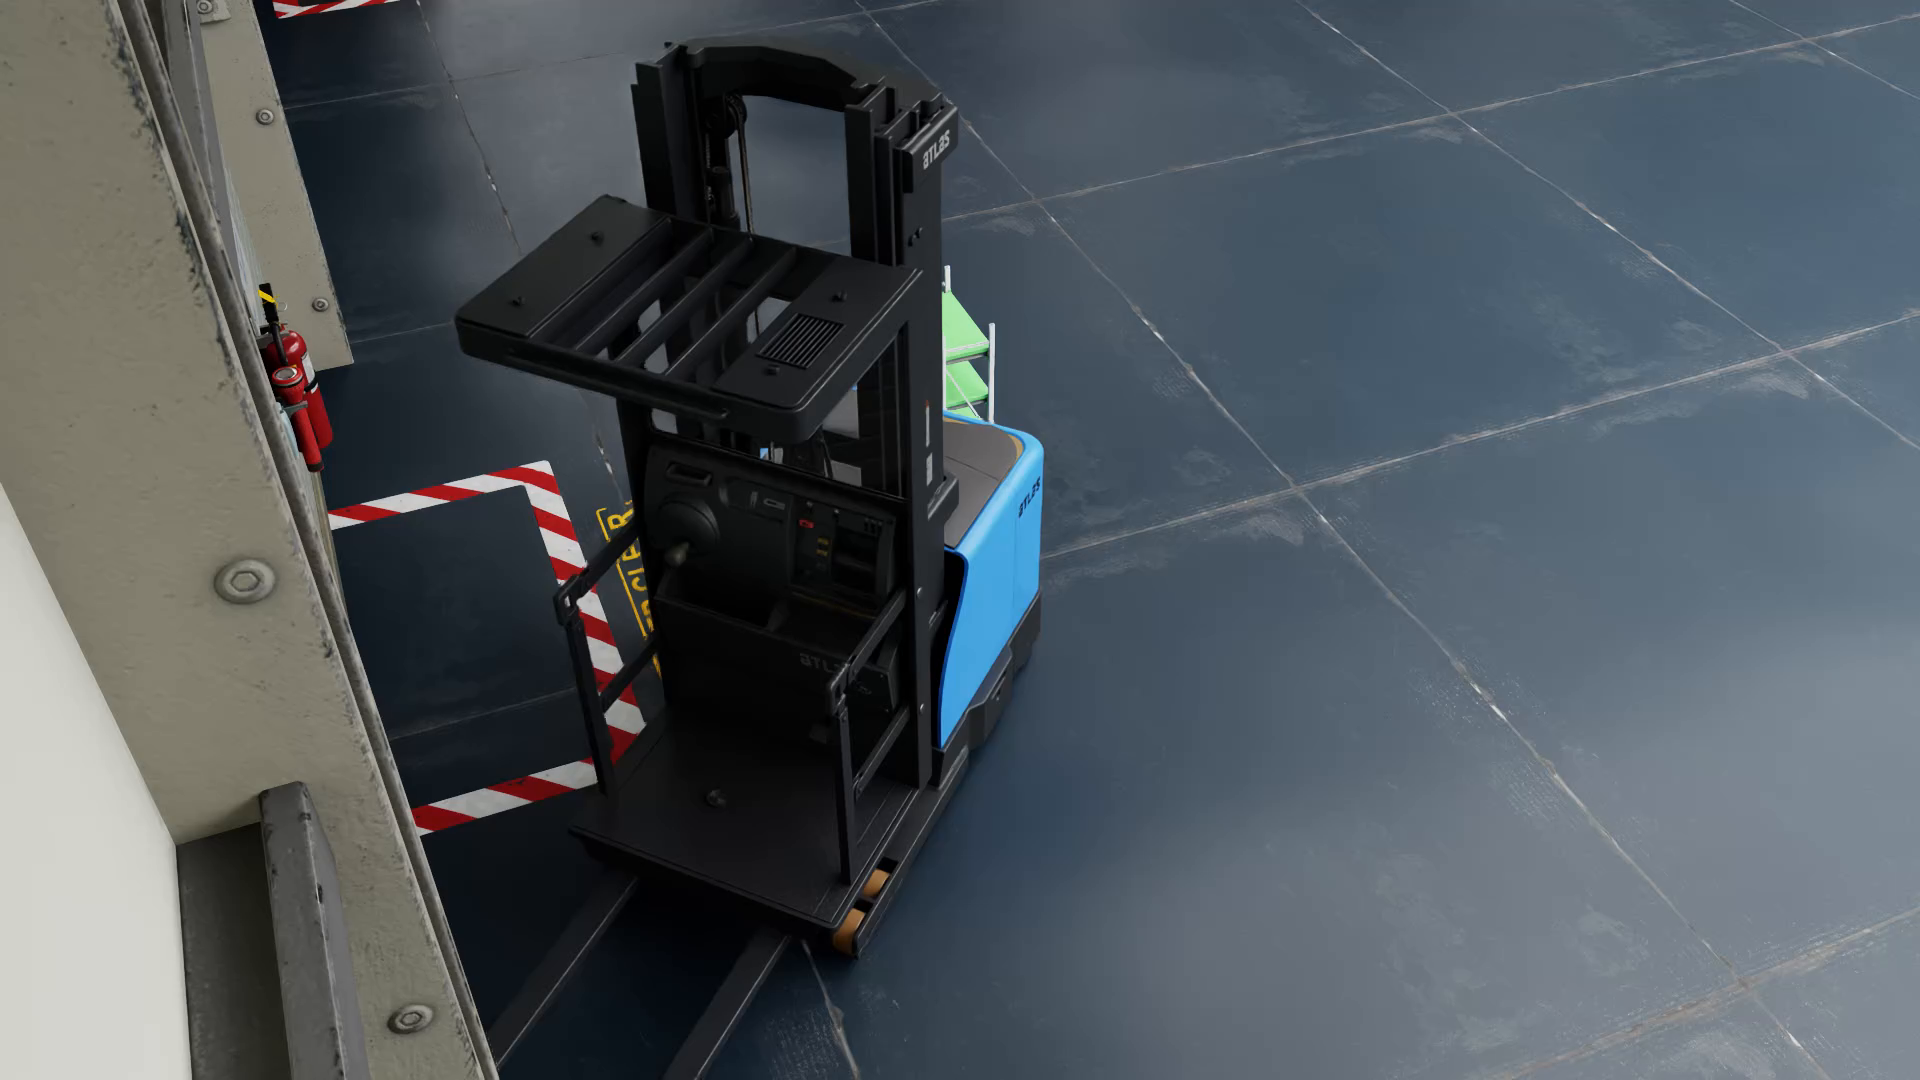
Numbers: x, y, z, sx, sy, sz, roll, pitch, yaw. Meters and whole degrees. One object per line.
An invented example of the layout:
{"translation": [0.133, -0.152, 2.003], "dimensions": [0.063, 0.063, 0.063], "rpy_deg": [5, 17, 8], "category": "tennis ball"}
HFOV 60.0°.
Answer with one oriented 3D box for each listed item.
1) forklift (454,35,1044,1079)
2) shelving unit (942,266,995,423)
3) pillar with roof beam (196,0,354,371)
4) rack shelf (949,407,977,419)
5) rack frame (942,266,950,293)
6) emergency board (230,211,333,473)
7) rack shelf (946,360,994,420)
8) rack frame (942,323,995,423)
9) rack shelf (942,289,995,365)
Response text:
{"translation": [-0.723, 0.044, 5.369], "dimensions": [1.130, 2.935, 3.031], "rpy_deg": [16, 43, 18], "category": "forklift"}
{"translation": [-0.063, -0.555, 7.393], "dimensions": [0.258, 1.200, 0.503], "rpy_deg": [-15, 43, -17], "category": "shelving unit"}
{"translation": [0.569, -5.498, 7.160], "dimensions": [9.100, 9.000, 0.400], "rpy_deg": [-15, 43, -17], "category": "pillar with roof beam"}
{"translation": [-0.063, -0.506, 7.435], "dimensions": [0.258, 0.148, 0.480], "rpy_deg": [-15, 43, -17], "category": "rack shelf"}
{"translation": [-0.157, -0.702, 7.564], "dimensions": [0.240, 1.200, 0.015], "rpy_deg": [-15, 43, -17], "category": "rack frame"}
{"translation": [-2.498, -0.651, 6.125], "dimensions": [0.194, 1.169, 0.643], "rpy_deg": [-15, 43, -17], "category": "emergency board"}
{"translation": [-0.063, -0.688, 7.279], "dimensions": [0.258, 0.148, 0.480], "rpy_deg": [-15, 43, -17], "category": "rack shelf"}
{"translation": [0.030, -0.408, 7.222], "dimensions": [0.240, 1.200, 0.015], "rpy_deg": [-15, 43, -17], "category": "rack frame"}
{"translation": [-0.063, -0.870, 7.122], "dimensions": [0.258, 0.148, 0.480], "rpy_deg": [-15, 43, -17], "category": "rack shelf"}
